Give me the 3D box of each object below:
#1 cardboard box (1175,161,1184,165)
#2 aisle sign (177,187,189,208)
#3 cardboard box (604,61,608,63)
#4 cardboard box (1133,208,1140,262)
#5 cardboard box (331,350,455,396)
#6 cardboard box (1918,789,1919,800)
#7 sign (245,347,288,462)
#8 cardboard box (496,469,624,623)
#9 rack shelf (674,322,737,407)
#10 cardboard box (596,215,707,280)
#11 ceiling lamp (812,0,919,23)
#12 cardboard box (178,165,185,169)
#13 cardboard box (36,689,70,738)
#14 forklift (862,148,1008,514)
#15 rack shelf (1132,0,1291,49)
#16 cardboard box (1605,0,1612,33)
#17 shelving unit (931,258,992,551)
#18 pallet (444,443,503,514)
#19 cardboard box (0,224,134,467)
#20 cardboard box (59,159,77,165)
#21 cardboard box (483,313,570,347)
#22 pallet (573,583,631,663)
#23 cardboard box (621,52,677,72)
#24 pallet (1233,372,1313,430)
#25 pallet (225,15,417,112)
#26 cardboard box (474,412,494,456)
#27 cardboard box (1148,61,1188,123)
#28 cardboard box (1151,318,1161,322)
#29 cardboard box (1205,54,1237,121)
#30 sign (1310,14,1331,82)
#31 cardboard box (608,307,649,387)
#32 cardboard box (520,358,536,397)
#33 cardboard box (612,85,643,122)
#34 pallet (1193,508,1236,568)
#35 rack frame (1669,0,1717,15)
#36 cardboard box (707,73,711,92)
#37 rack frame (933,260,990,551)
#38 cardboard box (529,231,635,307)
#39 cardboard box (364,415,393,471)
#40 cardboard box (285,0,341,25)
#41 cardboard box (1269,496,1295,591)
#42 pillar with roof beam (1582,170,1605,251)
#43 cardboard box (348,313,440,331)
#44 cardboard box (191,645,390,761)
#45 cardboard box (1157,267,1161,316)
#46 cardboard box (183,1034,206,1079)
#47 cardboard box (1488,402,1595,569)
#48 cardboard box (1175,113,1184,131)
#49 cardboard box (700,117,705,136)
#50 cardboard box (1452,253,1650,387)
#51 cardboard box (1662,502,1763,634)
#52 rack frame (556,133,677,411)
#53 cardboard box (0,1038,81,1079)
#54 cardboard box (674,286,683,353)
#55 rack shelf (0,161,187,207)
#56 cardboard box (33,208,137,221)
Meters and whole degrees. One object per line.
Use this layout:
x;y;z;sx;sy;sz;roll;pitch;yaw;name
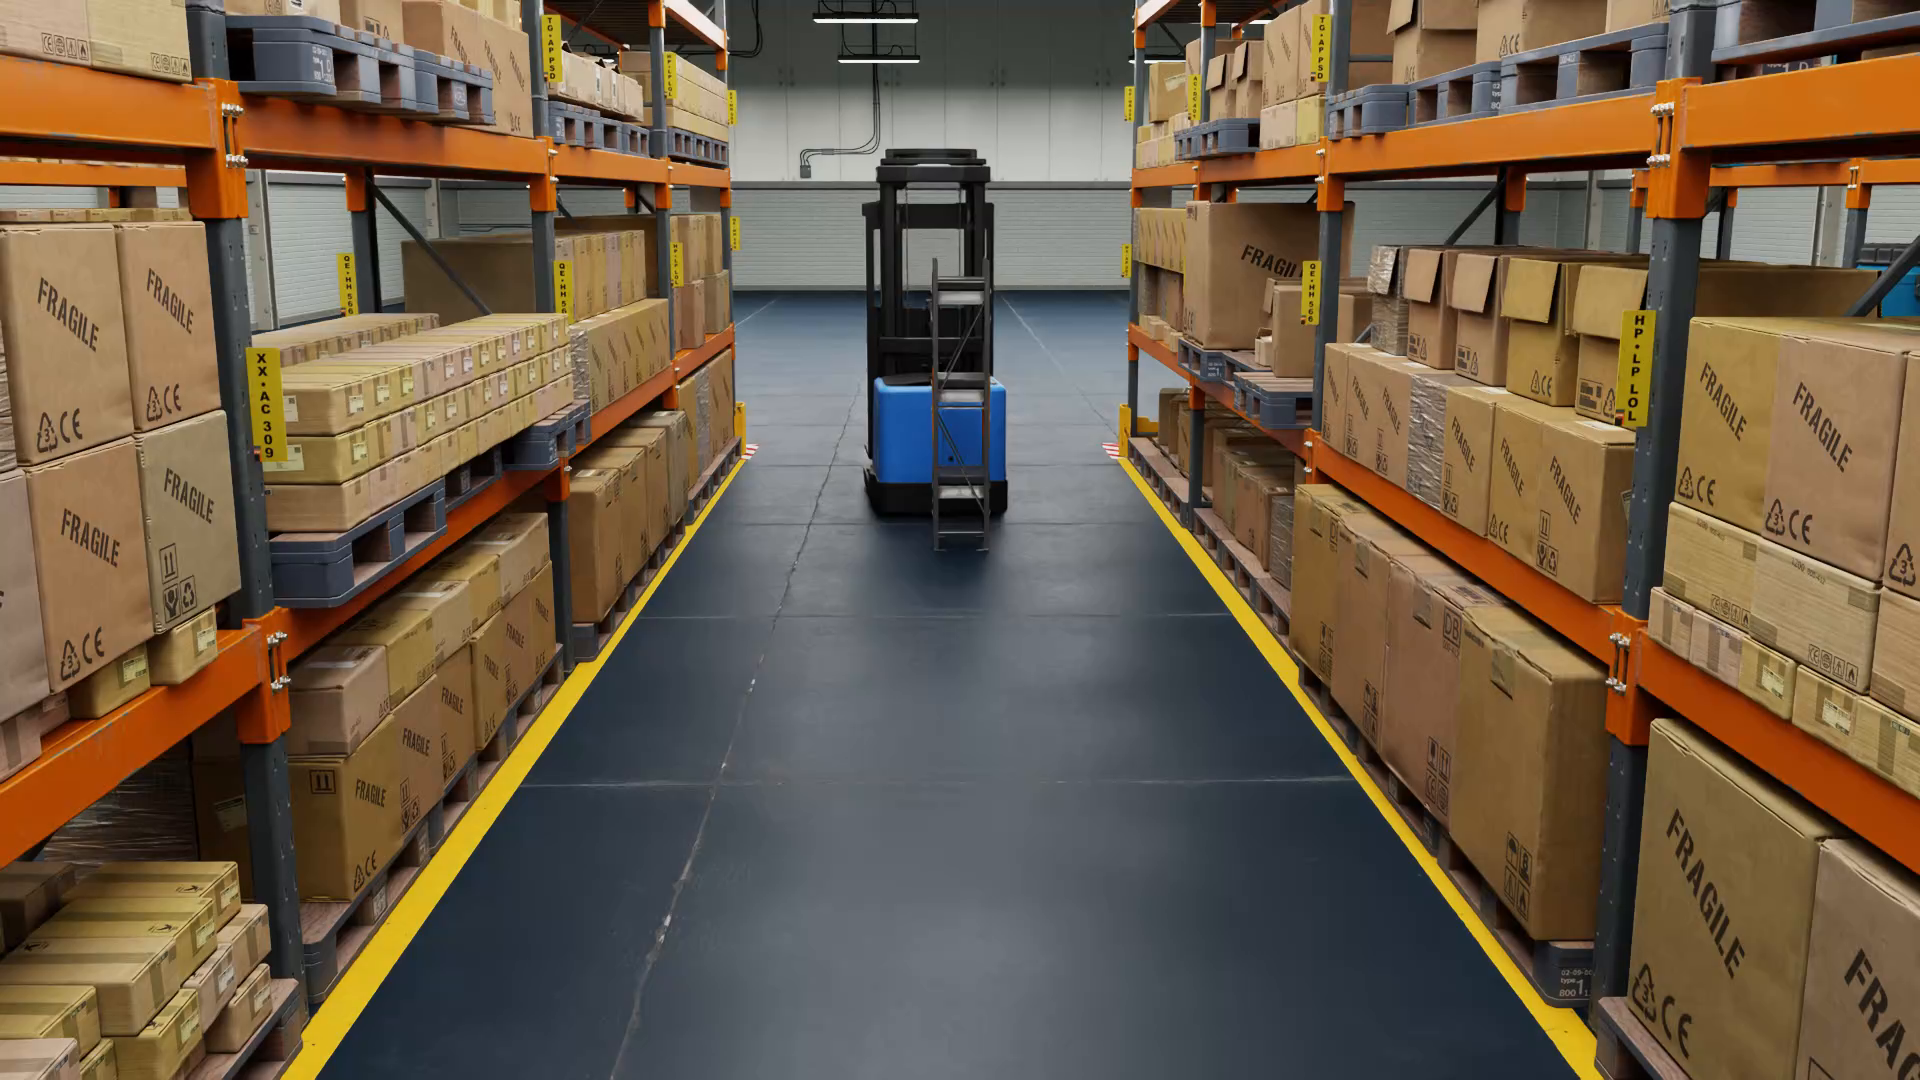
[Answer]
2.006;-3.137;13.310;0.500;0.250;0.500;0;11;0;cardboard box
-7.425;-3.589;16.167;0.394;0.787;0.004;0;11;-1;aisle sign
-3.025;-3.760;13.325;0.380;0.149;0.250;0;11;0;cardboard box
1.933;-2.916;15.876;0.500;0.500;0.500;0;11;-1;cardboard box
-2.090;-0.618;6.139;0.380;0.149;0.250;0;11;-2;cardboard box
2.143;0.484;3.260;0.380;0.149;0.250;0;11;0;cardboard box
-1.976;-0.384;4.733;0.100;0.325;0.005;0;11;-1;sign
-2.524;0.024;9.500;1.050;0.750;0.750;0;11;-2;cardboard box
-2.725;-1.592;14.670;1.077;0.370;4.000;0;11;-1;rack shelf
-2.677;-2.545;14.466;0.875;0.550;0.500;0;11;-1;cardboard box
-1.778;-11.373;31.306;2.000;3.185;0.800;0;11;-1;ceiling lamp
-7.388;-3.529;15.499;0.380;0.149;0.250;0;11;-1;cardboard box
-2.282;0.378;3.783;0.380;0.149;0.250;-1;11;-3;cardboard box
-0.281;-1.890;14.502;1.130;2.935;3.031;-1;12;-6;forklift
2.236;-4.531;14.075;1.077;0.370;4.000;0;11;-1;rack shelf
2.510;-1.807;5.547;0.500;0.311;0.500;-1;11;-3;cardboard box
0.003;-0.996;12.188;0.431;2.100;0.503;0;11;-1;shelving unit
-2.519;-0.264;6.800;1.003;0.211;1.213;0;11;-1;pallet
-2.222;-0.446;3.700;0.500;0.500;0.500;-1;11;-3;cardboard box
-7.417;-3.120;13.483;0.380;0.149;0.250;-1;11;-3;cardboard box
-2.133;-1.030;8.173;0.380;0.149;0.250;-1;11;-3;cardboard box
-2.542;0.458;9.771;1.003;0.211;1.213;0;11;-1;pallet
-2.351;-3.613;12.598;0.380;0.149;0.250;0;11;-1;cardboard box
2.239;-0.799;9.436;1.213;0.211;1.003;0;11;-1;pallet
-2.425;-1.458;5.128;1.213;0.211;1.003;0;11;-1;pallet
-2.101;-0.429;6.705;0.380;0.149;0.250;-1;11;-4;cardboard box
1.955;-3.956;14.712;0.500;0.500;0.500;0;11;-1;cardboard box
1.962;-1.963;15.320;0.380;0.149;0.250;0;11;-1;cardboard box
2.188;-3.180;11.827;0.797;0.503;0.637;-1;11;-4;cardboard box
1.817;-2.473;8.362;0.100;0.325;0.005;0;11;-1;sign
-2.385;-1.292;11.133;0.500;0.500;0.500;0;11;-1;cardboard box
-2.116;-0.729;7.434;0.380;0.149;0.250;0;11;-1;cardboard box
-2.509;-3.058;11.615;0.500;0.250;0.500;0;11;-1;cardboard box
2.295;-0.026;12.155;1.003;0.211;1.213;0;11;-1;pallet
2.443;-2.897;4.205;1.000;3.000;0.127;0;11;-1;rack frame
-2.394;-4.016;14.585;0.380;0.149;0.250;0;11;-2;cardboard box
0.008;-0.948;11.949;0.400;2.100;0.015;0;11;-1;rack frame
-2.655;-1.885;11.539;0.700;0.500;0.500;0;11;-2;cardboard box
-2.074;-0.317;5.403;0.380;0.149;0.250;0;11;-2;cardboard box
-2.327;-1.764;5.336;0.500;0.311;0.500;0;11;-2;cardboard box
2.302;0.014;10.125;0.700;0.500;0.500;-1;12;-6;cardboard box
13.007;-11.153;44.903;9.100;9.000;0.548;0;11;-1;pillar with roof beam
-2.785;-1.032;8.183;0.380;0.149;0.250;0;11;-1;cardboard box
-2.270;0.547;5.662;0.500;0.250;0.500;-1;11;-4;cardboard box
2.309;-2.329;15.493;0.875;0.500;0.500;0;11;-1;cardboard box
-2.248;1.363;4.408;0.380;0.149;0.250;0;11;0;cardboard box
2.156;-0.196;5.729;0.500;0.500;0.500;0;11;1;cardboard box
1.944;-3.360;13.408;0.380;0.149;0.250;-1;11;-3;cardboard box
-2.383;-3.525;14.168;0.380;0.149;0.250;0;11;0;cardboard box
2.390;-0.884;6.599;0.797;0.503;0.637;0;11;1;cardboard box
2.190;0.065;4.321;0.500;0.250;0.500;0;11;-2;cardboard box
-2.684;-1.547;12.639;1.000;3.000;0.127;0;11;-1;rack frame
-2.168;1.218;3.627;0.380;0.149;0.250;-1;11;-4;cardboard box
-2.737;-1.803;13.524;0.875;0.550;0.550;0;11;-1;cardboard box
-7.672;-3.021;14.172;1.077;0.370;4.000;0;11;-1;rack shelf
-7.497;-2.584;14.239;0.700;0.500;0.500;0;11;-2;cardboard box
